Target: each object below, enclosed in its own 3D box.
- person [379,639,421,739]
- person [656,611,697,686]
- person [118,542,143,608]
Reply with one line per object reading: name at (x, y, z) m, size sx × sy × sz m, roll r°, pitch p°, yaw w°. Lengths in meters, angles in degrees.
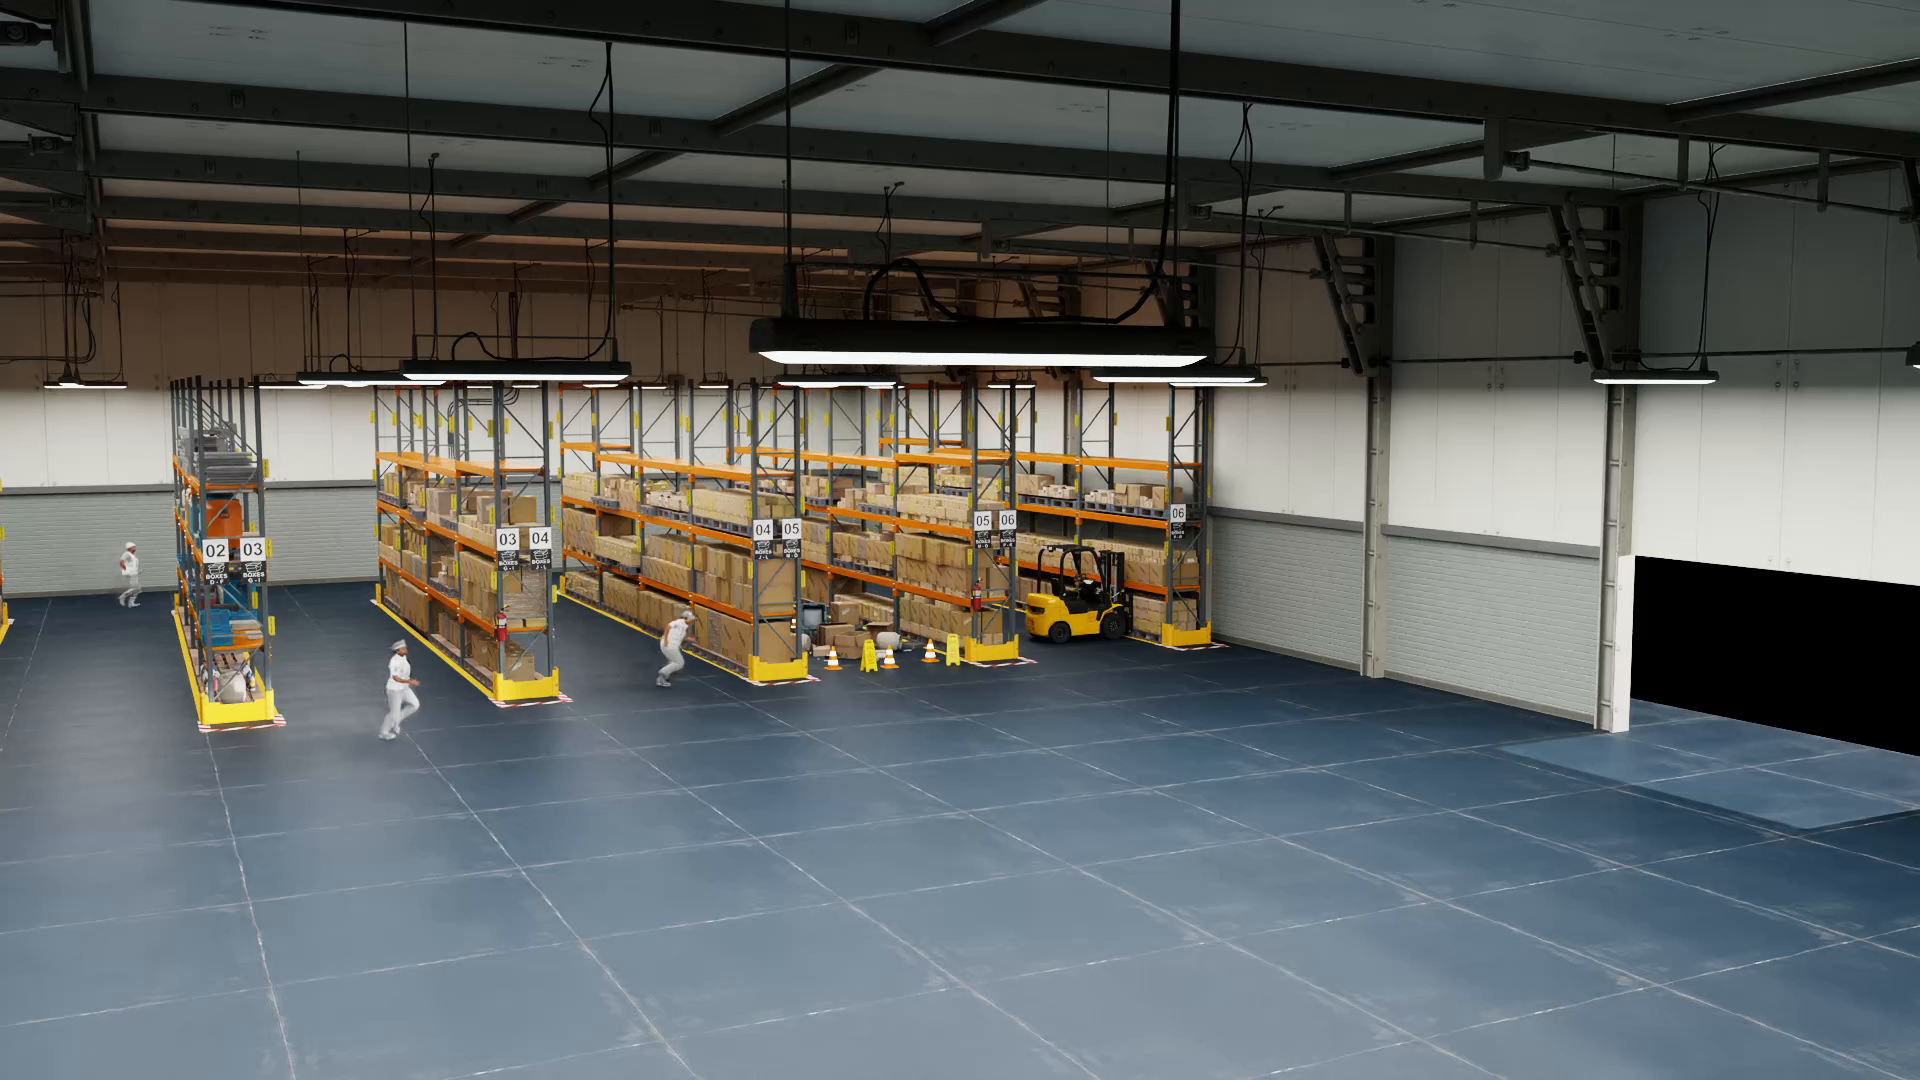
person at (-9.244, 2.447, 27.498) m, size 0.734 × 1.643 × 0.602 m, roll 1°, pitch 5°, yaw 7°
person at (-5.516, 2.116, 32.269) m, size 0.809 × 1.492 × 0.640 m, roll 1°, pitch 5°, yaw 6°
person at (-22.093, 0.933, 44.290) m, size 0.578 × 1.746 × 0.735 m, roll -1°, pitch 5°, yaw -16°
